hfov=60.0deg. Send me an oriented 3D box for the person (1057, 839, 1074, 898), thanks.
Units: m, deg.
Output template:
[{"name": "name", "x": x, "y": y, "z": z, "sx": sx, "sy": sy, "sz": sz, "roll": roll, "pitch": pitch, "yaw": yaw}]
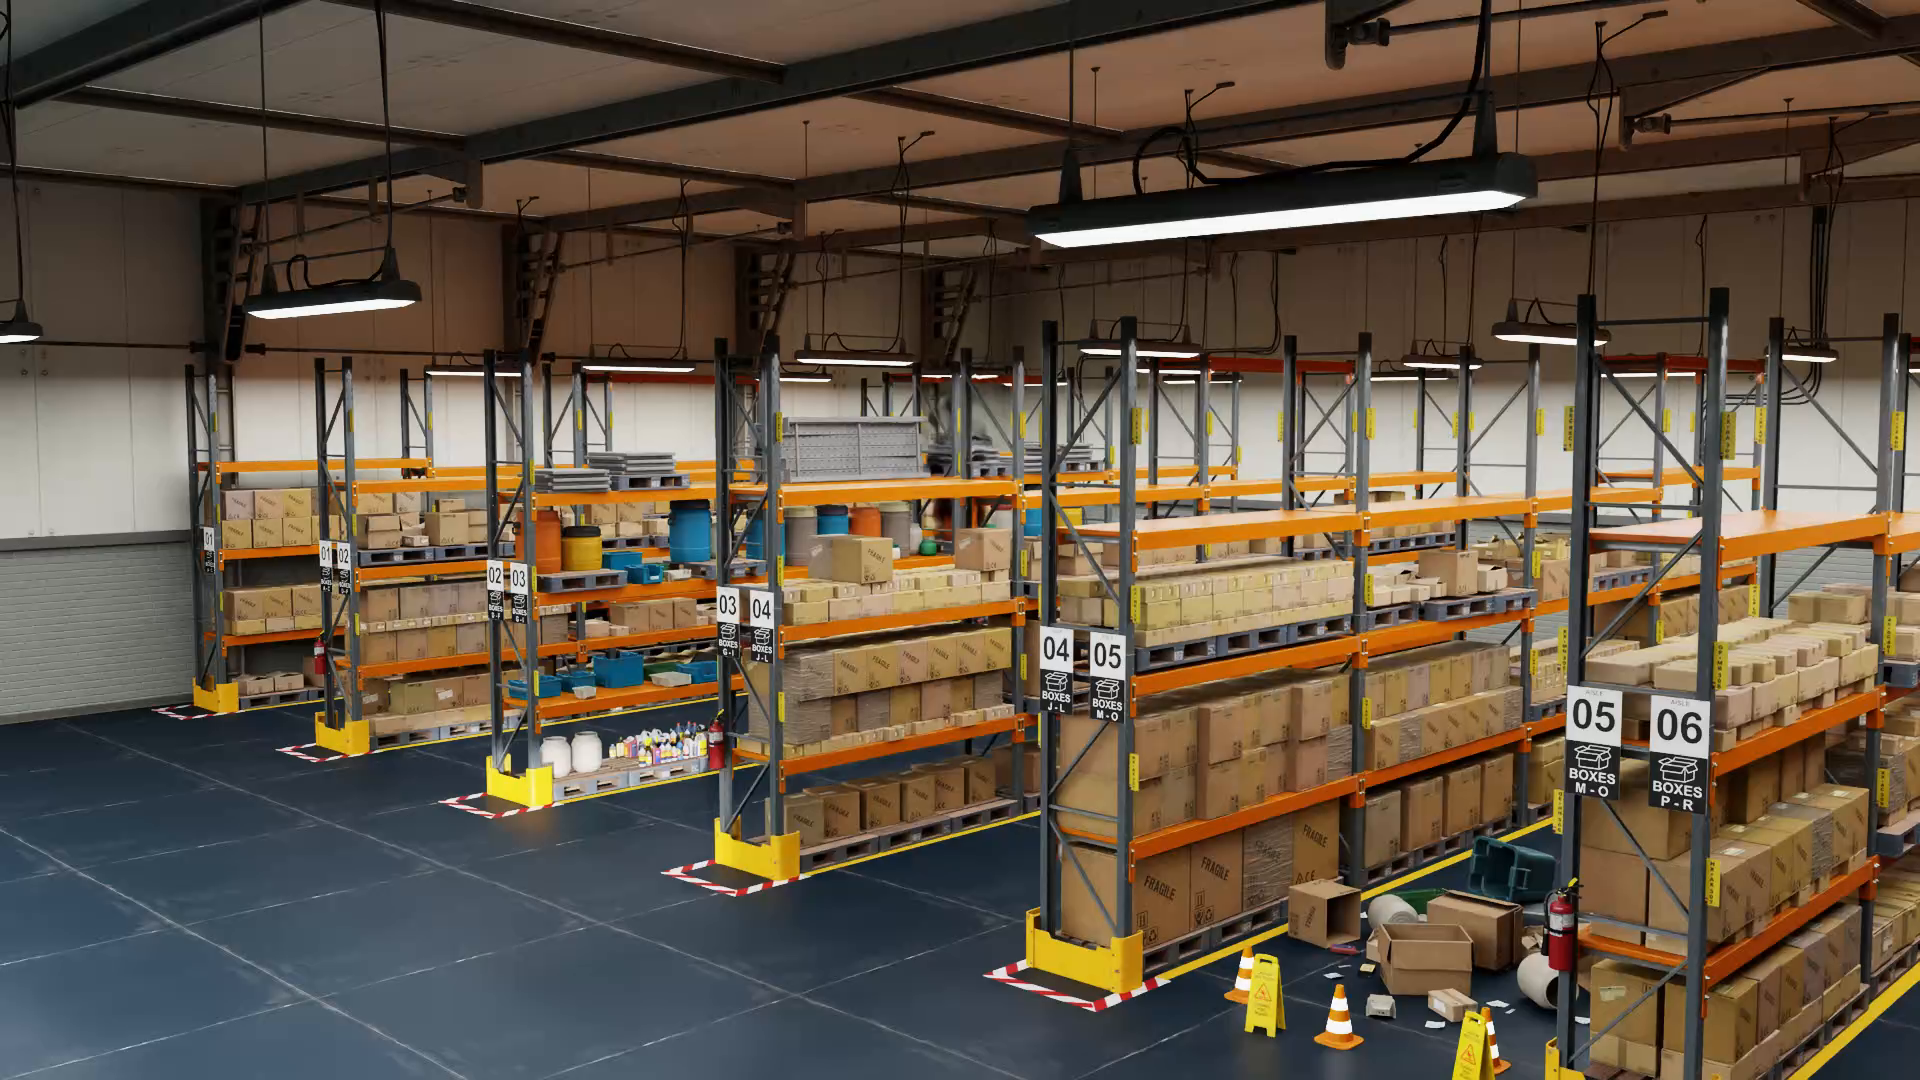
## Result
[{"name": "person", "x": 1.298, "y": 2.995, "z": 17.752, "sx": 0.563, "sy": 1.619, "sz": 0.639, "roll": 3, "pitch": 6, "yaw": 37}]
